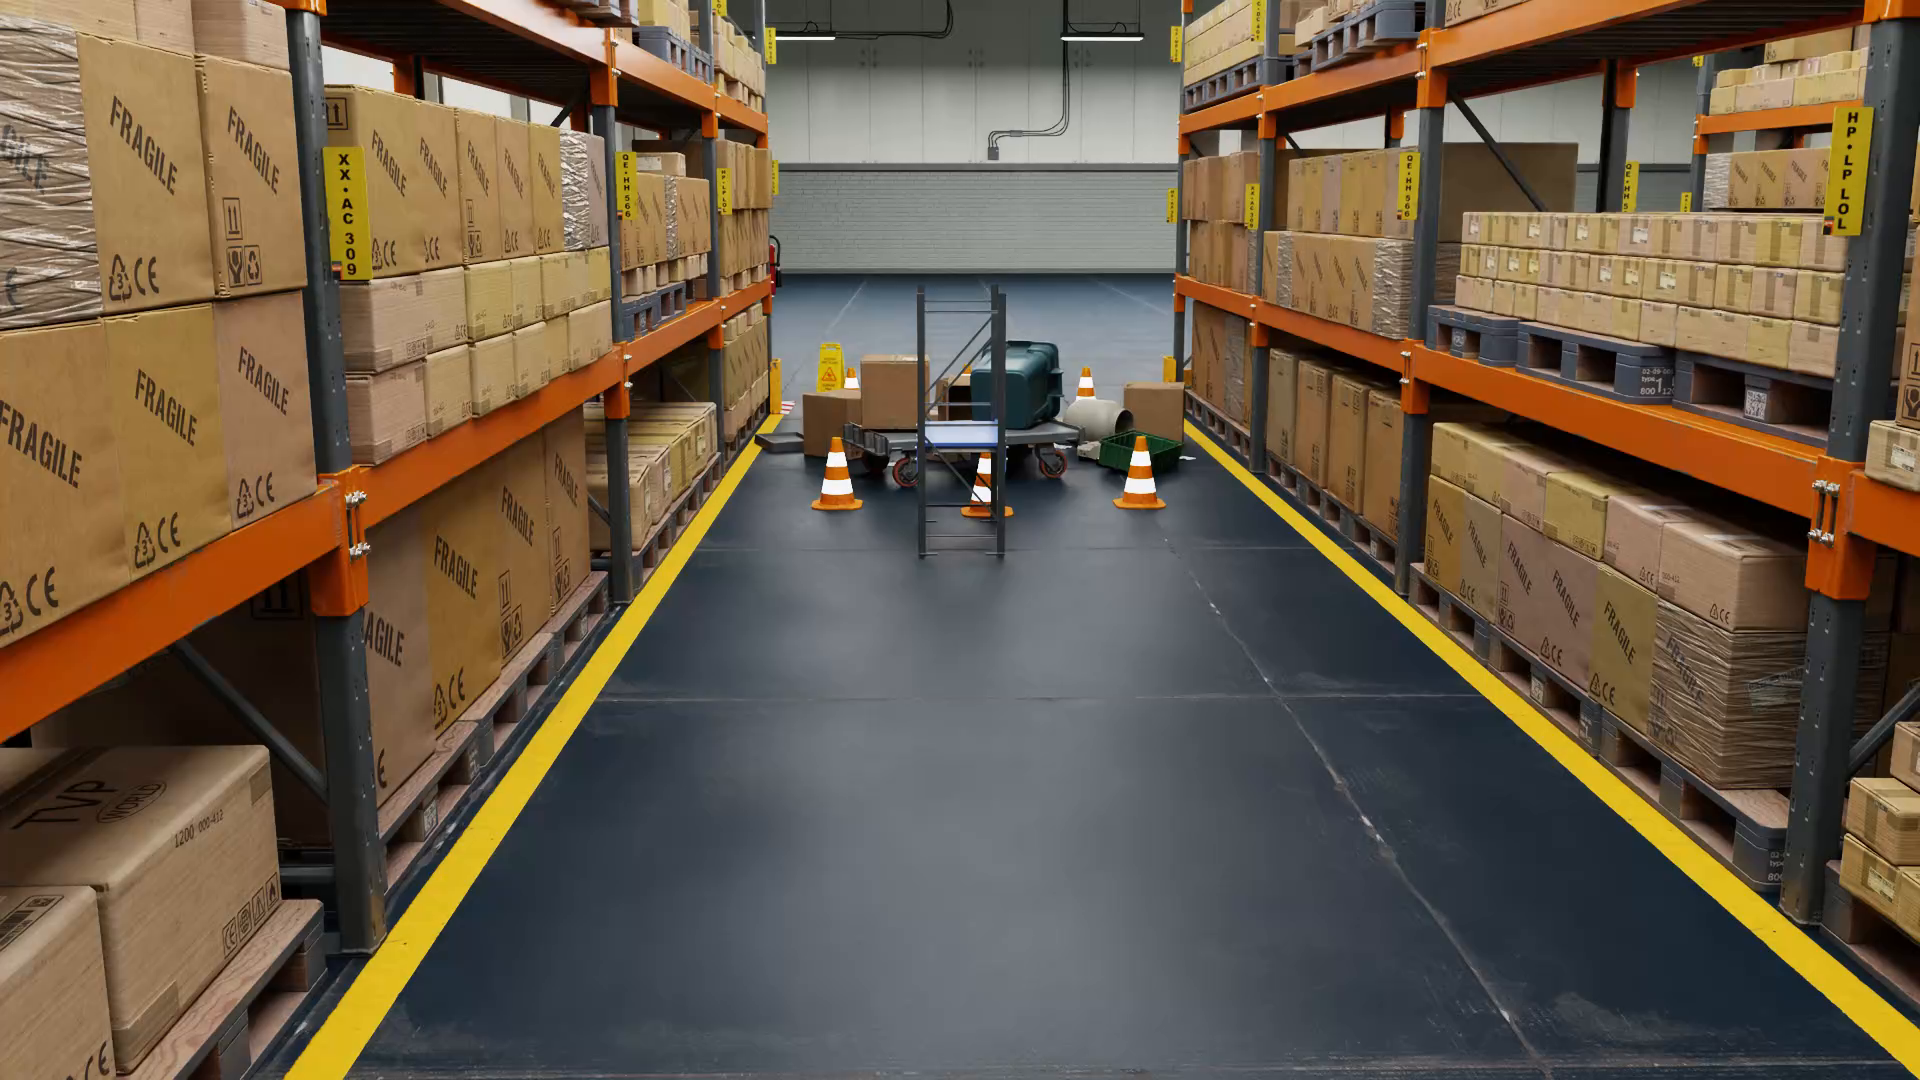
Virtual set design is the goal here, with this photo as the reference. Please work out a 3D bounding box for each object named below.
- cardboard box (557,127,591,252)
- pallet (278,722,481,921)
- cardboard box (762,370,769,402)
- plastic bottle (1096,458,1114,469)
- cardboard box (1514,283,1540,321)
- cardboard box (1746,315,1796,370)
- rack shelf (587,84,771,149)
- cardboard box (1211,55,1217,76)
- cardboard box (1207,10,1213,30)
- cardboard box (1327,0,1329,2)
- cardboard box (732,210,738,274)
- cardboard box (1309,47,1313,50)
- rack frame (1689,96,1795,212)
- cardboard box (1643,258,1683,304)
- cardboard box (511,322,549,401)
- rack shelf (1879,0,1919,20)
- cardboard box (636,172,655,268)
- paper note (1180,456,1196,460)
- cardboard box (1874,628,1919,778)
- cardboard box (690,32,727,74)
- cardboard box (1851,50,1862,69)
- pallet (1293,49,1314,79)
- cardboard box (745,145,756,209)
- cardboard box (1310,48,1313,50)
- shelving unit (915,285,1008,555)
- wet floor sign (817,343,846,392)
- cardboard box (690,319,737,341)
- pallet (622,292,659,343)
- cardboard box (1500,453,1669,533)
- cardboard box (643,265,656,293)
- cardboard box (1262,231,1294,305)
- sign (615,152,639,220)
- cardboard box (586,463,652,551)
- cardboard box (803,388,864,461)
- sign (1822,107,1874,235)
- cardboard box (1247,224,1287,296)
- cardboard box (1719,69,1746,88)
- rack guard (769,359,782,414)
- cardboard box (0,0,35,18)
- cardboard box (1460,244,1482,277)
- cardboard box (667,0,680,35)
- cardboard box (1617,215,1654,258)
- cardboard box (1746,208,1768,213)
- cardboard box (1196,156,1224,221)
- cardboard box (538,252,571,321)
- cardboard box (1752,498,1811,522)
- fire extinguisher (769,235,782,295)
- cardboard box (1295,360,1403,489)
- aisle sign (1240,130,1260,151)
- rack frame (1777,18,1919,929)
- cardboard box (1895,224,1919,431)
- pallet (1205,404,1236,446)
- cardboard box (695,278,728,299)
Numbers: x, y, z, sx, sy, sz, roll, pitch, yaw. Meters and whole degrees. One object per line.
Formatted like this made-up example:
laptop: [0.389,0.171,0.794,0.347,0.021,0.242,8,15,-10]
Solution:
cardboard box: [-1.880,-1.482,7.054,0.500,0.500,0.500,0,11,0]
pallet: [-2.179,0.862,5.279,1.003,0.211,1.213,0,11,-1]
cardboard box: [-2.050,-1.431,15.427,0.500,0.250,0.500,0,11,-1]
plastic bottle: [1.179,-0.591,12.818,0.133,0.061,0.283,-7,13,-30]
cardboard box: [2.602,-1.019,7.115,0.380,0.149,0.250,0,11,1]
cardboard box: [2.647,-0.604,5.070,0.380,0.149,0.250,0,11,-1]
rack shelf: [-2.295,-3.457,13.819,1.077,0.370,4.000,0,11,-1]
cardboard box: [2.330,-4.008,14.051,0.380,0.149,0.250,0,11,-1]
cardboard box: [2.325,-4.450,14.221,0.380,0.149,0.250,0,11,-2]
cardboard box: [3.014,-4.150,12.743,0.380,0.149,0.250,0,11,-2]
cardboard box: [-2.017,-2.325,12.975,0.500,0.500,0.500,0,11,-1]
cardboard box: [2.941,-4.078,13.394,0.500,0.250,0.500,0,11,-2]
rack frame: [7.572,-2.778,16.206,1.000,3.000,0.127,0,11,-1]
cardboard box: [2.630,-0.906,5.810,0.380,0.149,0.250,-1,11,-4]
cardboard box: [-1.841,-0.671,6.198,0.500,0.250,0.500,0,11,-2]
rack shelf: [2.900,-1.112,2.260,1.077,0.370,4.000,0,11,-1]
cardboard box: [-1.966,-1.741,9.042,0.500,0.500,0.500,0,11,2]
paper note: [1.774,-0.657,13.221,0.147,0.020,0.142,-10,15,-40]
cardboard box: [3.109,0.479,5.383,0.500,0.500,0.500,0,11,1]
cardboard box: [-1.989,-3.573,12.210,0.500,0.250,0.500,0,11,-2]
cardboard box: [7.390,-3.847,13.308,0.380,0.149,0.250,0,11,1]
pallet: [2.762,-3.176,11.109,0.805,0.209,1.217,-1,11,-3]
cardboard box: [-2.018,-2.916,13.376,0.700,0.500,0.500,0,11,-2]
cardboard box: [3.003,-3.860,13.321,0.380,0.149,0.250,0,11,-2]
shelving unit: [-0.002,-0.752,9.994,0.538,1.500,1.048,0,11,-1]
wet floor sign: [-1.270,-1.625,16.447,0.267,0.644,0.232,4,12,18]
cardboard box: [-1.938,-1.629,12.886,0.380,0.149,0.250,0,11,0]
pallet: [-2.292,-1.194,8.882,1.213,0.211,1.003,0,11,-1]
cardboard box: [2.556,-0.198,6.836,0.500,0.250,0.500,0,11,-1]
cardboard box: [-1.908,-1.460,9.289,0.380,0.149,0.250,0,11,-1]
cardboard box: [2.435,-1.926,11.755,0.500,0.500,0.500,0,11,-1]
sign: [-1.616,-1.717,8.066,0.100,0.325,0.005,0,11,-1]
cardboard box: [-2.172,-0.177,8.940,0.950,0.372,0.625,-1,12,-5]
cardboard box: [-0.915,-0.937,13.412,0.500,0.500,0.500,9,15,38]
sign: [2.304,-0.956,4.317,0.100,0.325,0.005,0,11,-1]
cardboard box: [2.674,-2.129,12.632,0.875,0.550,0.550,0,11,-1]
cardboard box: [7.255,-4.262,15.353,0.380,0.149,0.250,0,11,0]
rack guard: [-2.334,-1.497,16.179,1.175,0.500,0.348,0,11,-1]
cardboard box: [-1.807,-0.946,2.781,0.380,0.149,0.250,0,11,-2]
cardboard box: [2.586,-1.319,7.842,0.380,0.149,0.250,0,11,1]
cardboard box: [-2.091,-3.328,10.696,0.500,0.250,0.500,0,11,0]
cardboard box: [2.629,-1.104,6.037,0.380,0.149,0.250,-1,11,-4]
cardboard box: [7.686,-2.764,15.140,0.875,0.500,0.500,0,11,-1]
cardboard box: [2.559,-3.085,14.629,0.875,0.550,0.550,0,11,-1]
cardboard box: [-1.861,-1.019,6.659,0.500,0.250,0.500,-1,11,-3]
cardboard box: [3.094,0.006,5.830,0.500,0.250,0.500,0,11,0]
fire extinguisher: [-1.878,-2.724,16.135,0.296,0.674,0.183,0,11,-1]
cardboard box: [2.813,-0.771,10.916,1.050,0.750,0.750,0,11,-1]
aisle sign: [2.909,-4.067,16.022,0.394,0.787,0.004,0,11,-1]
rack frame: [2.859,-0.392,4.447,1.000,3.000,0.127,0,11,-1]
cardboard box: [2.617,-0.487,3.917,0.500,0.500,0.500,0,11,-2]
pallet: [2.728,-1.010,14.508,1.003,0.211,1.213,0,11,-1]
cardboard box: [-1.939,-1.883,12.426,0.380,0.149,0.250,0,11,-1]
